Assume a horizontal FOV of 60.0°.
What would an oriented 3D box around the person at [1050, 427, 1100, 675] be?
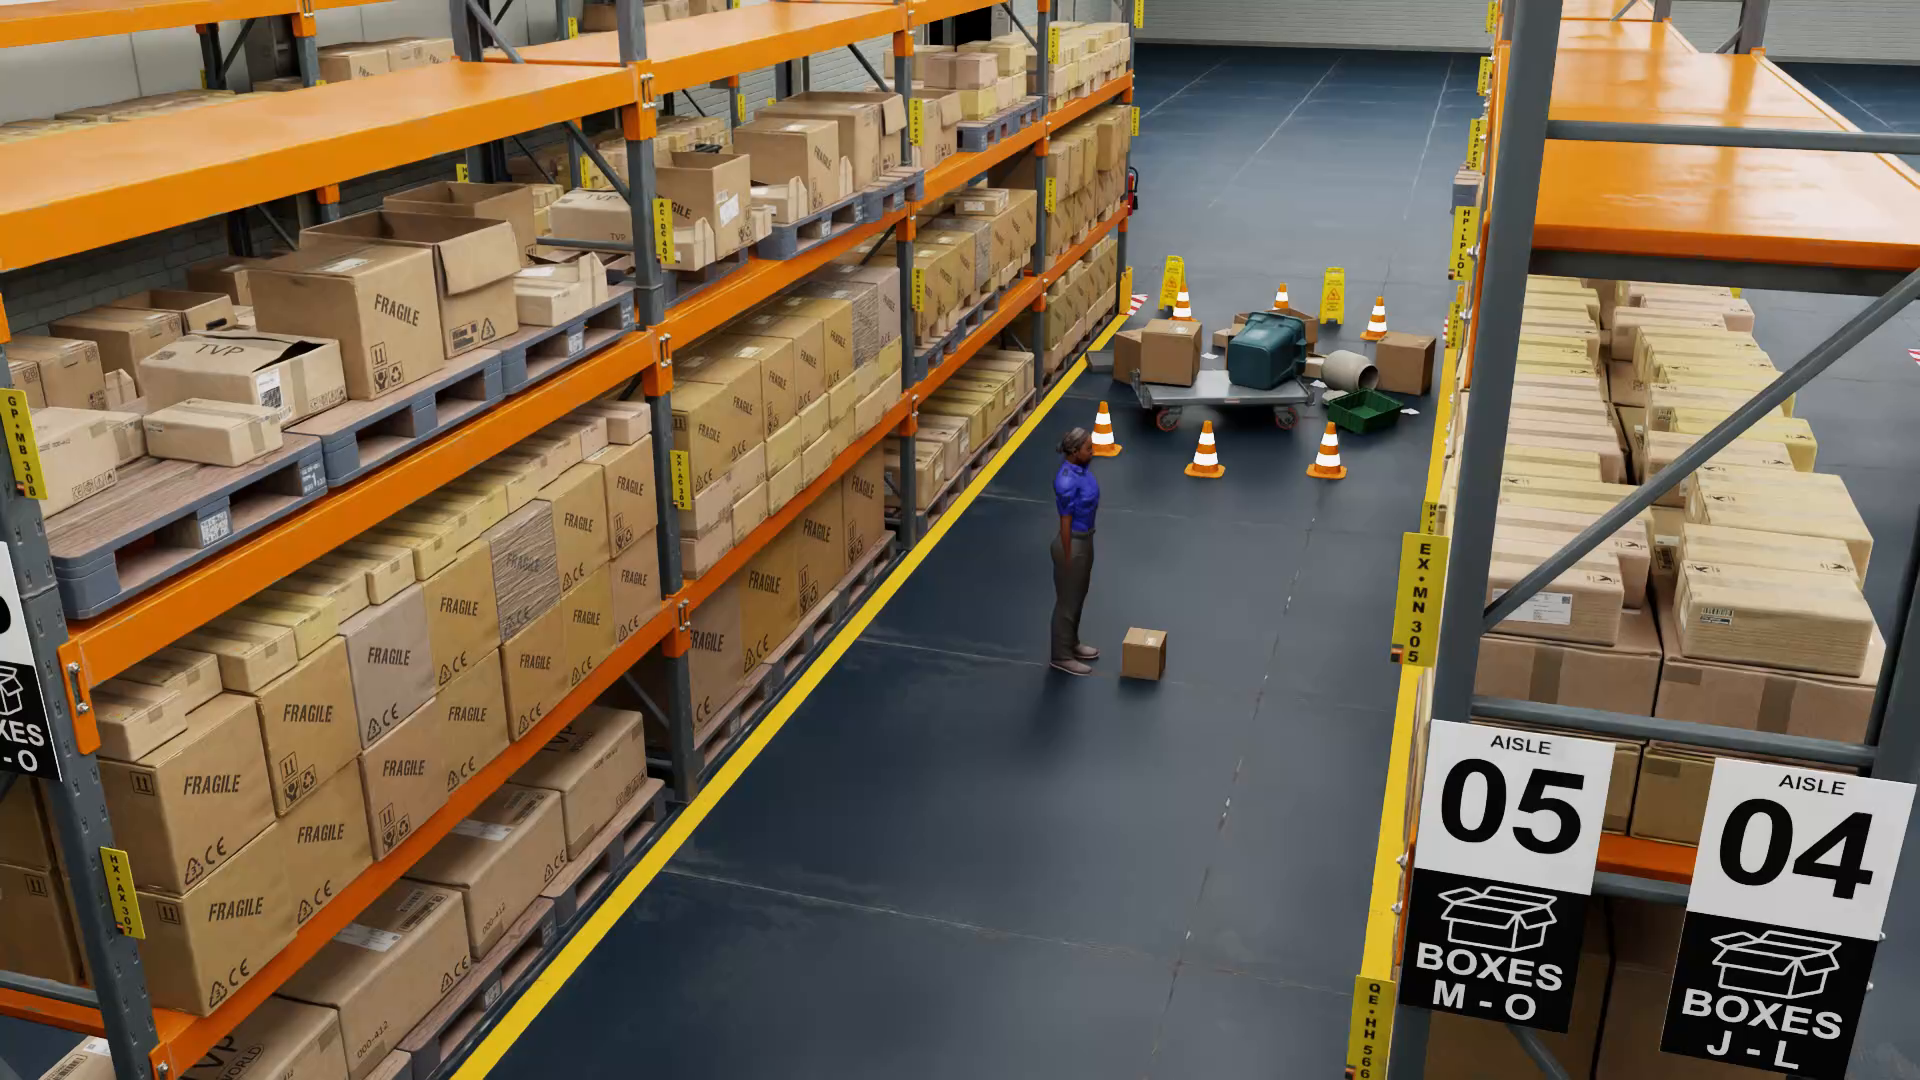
[{"bbox_3d":[0.774,0.055,10.968,0.324,1.673,0.438,7,23,17],"label":"person"}]
